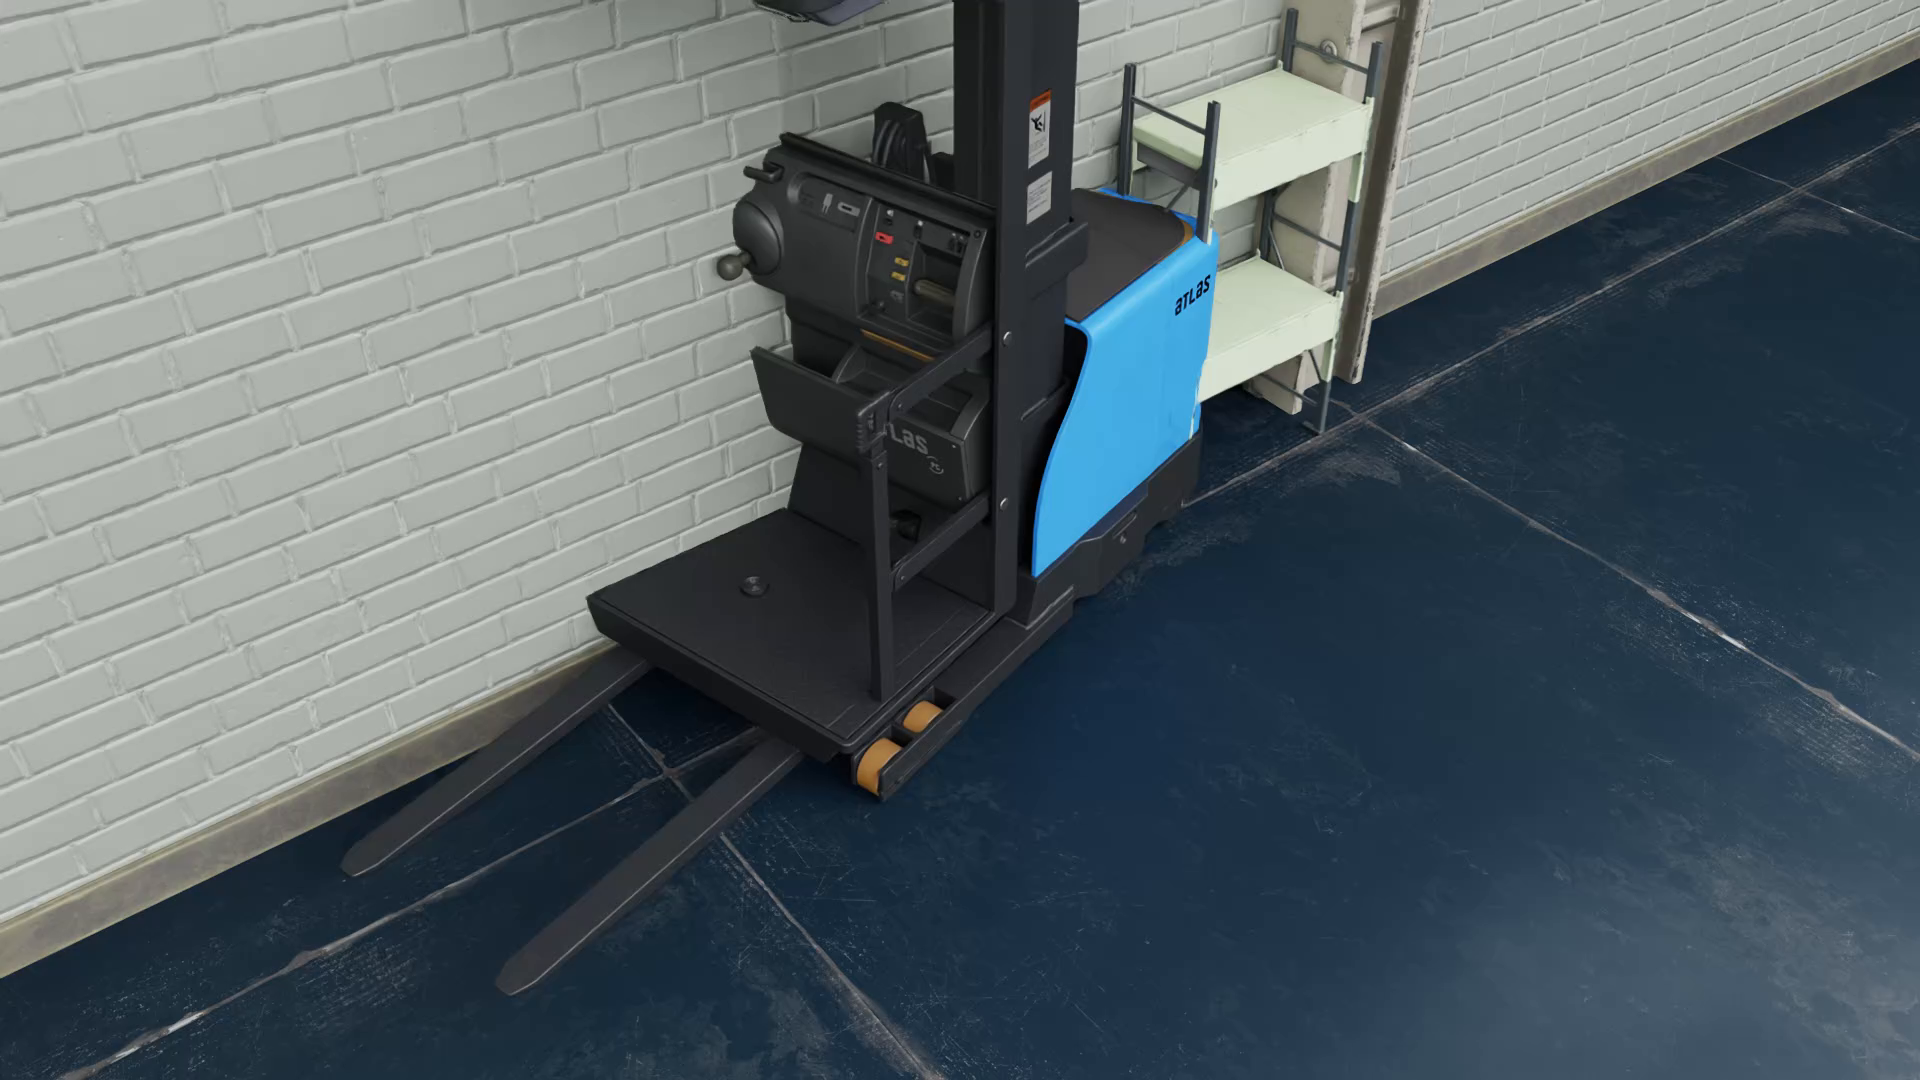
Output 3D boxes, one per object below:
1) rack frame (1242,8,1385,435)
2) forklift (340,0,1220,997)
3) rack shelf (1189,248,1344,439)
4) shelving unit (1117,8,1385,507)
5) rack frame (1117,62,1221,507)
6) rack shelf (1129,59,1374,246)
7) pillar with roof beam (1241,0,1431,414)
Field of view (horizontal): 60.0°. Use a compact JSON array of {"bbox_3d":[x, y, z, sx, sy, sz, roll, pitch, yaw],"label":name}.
[{"bbox_3d":[1.223,-1.082,5.869,0.023,1.500,0.400,-26,45,-29],"label":"rack frame"},{"bbox_3d":[-0.448,-0.743,4.345,1.130,2.935,3.031,26,46,28],"label":"forklift"},{"bbox_3d":[0.937,-0.685,5.895,0.720,0.370,0.431,-26,45,-29],"label":"rack shelf"},{"bbox_3d":[0.935,-0.940,5.692,0.755,1.500,0.431,-26,45,-29],"label":"shelving unit"},{"bbox_3d":[0.648,-0.799,5.516,0.023,1.500,0.400,-26,45,-29],"label":"rack frame"},{"bbox_3d":[0.933,-1.247,5.450,0.720,0.370,0.431,-26,45,-29],"label":"rack shelf"},{"bbox_3d":[3.949,-1.944,1.024,0.400,9.000,9.100,-26,46,-28],"label":"pillar with roof beam"}]
